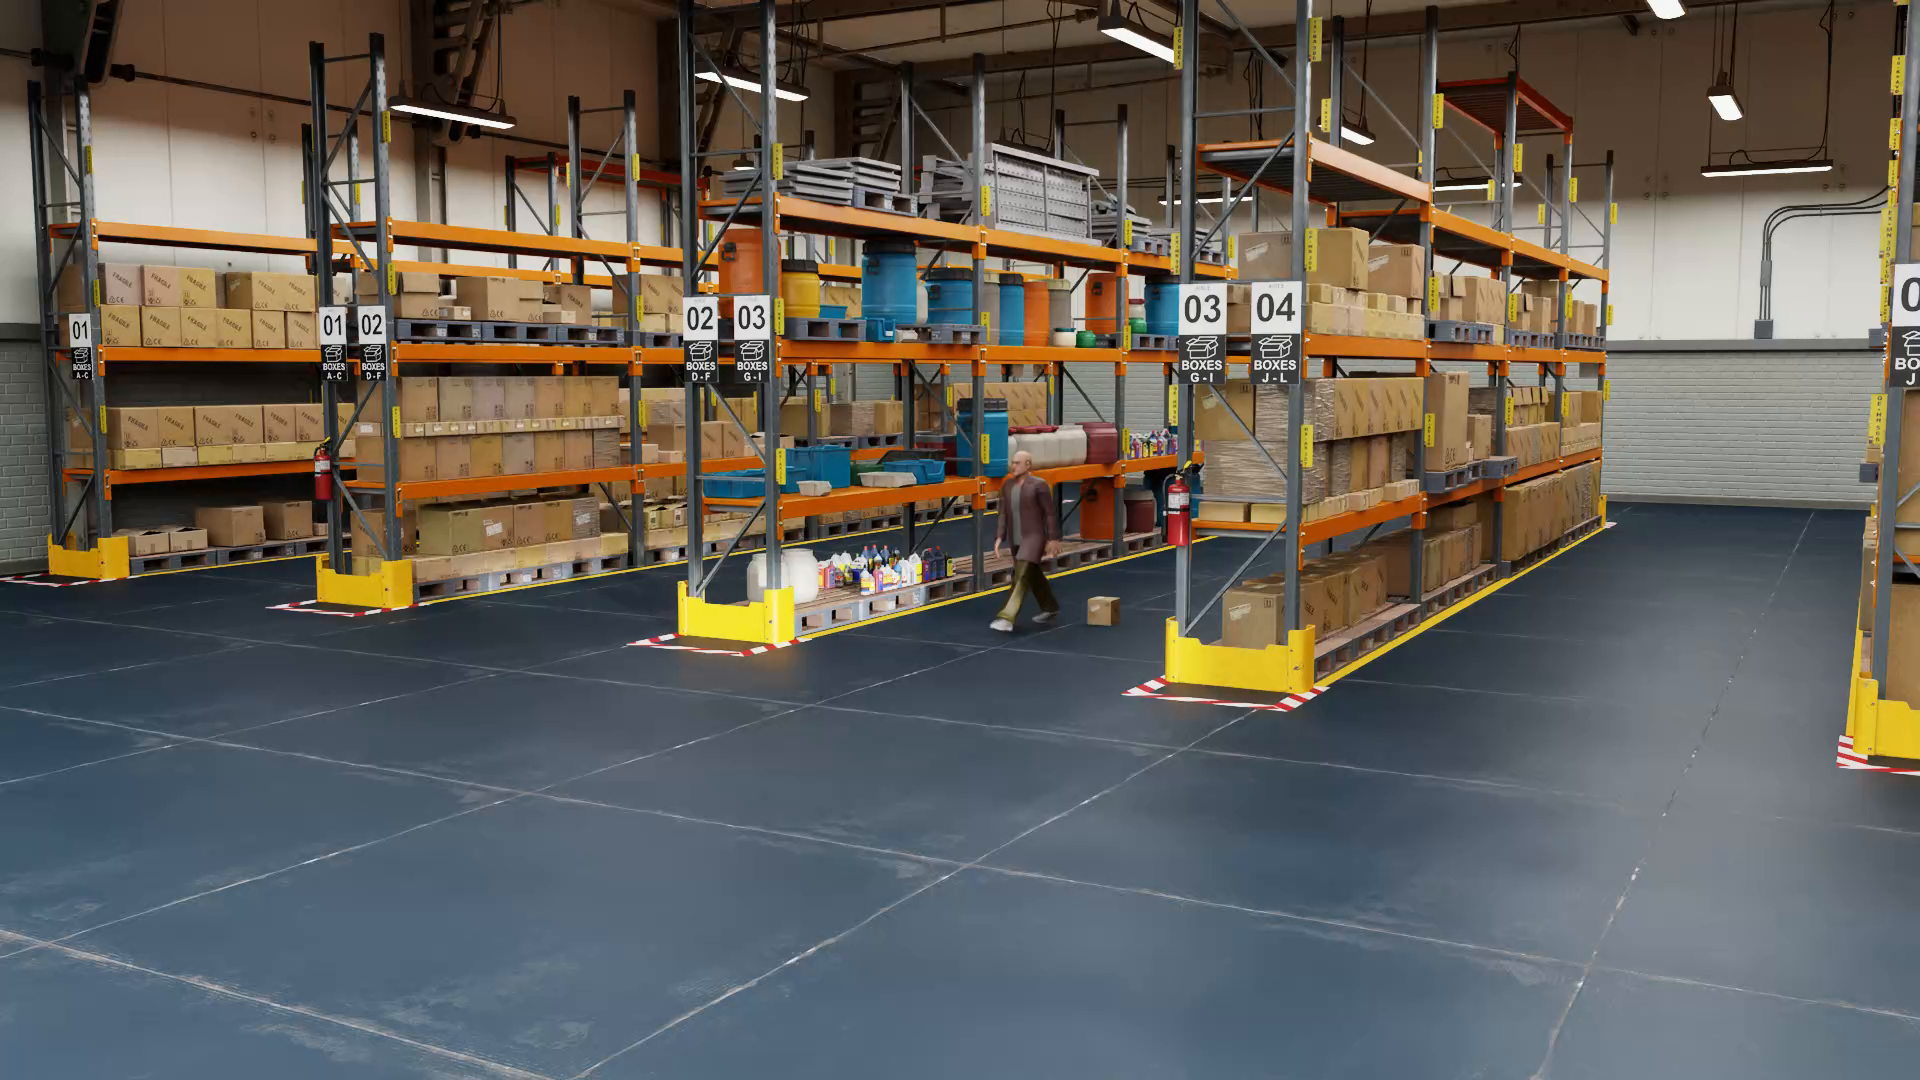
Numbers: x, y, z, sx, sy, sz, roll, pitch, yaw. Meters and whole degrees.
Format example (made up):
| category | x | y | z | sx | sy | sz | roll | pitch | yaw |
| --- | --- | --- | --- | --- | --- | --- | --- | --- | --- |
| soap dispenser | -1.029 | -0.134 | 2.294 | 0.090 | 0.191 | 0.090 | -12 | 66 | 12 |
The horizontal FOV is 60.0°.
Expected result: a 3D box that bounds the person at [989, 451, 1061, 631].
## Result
| category | x | y | z | sx | sy | sz | roll | pitch | yaw |
| --- | --- | --- | --- | --- | --- | --- | --- | --- | --- |
| person | 0.595 | -0.007 | 16.065 | 1.129 | 1.708 | 0.603 | -6 | 8 | -43 |
